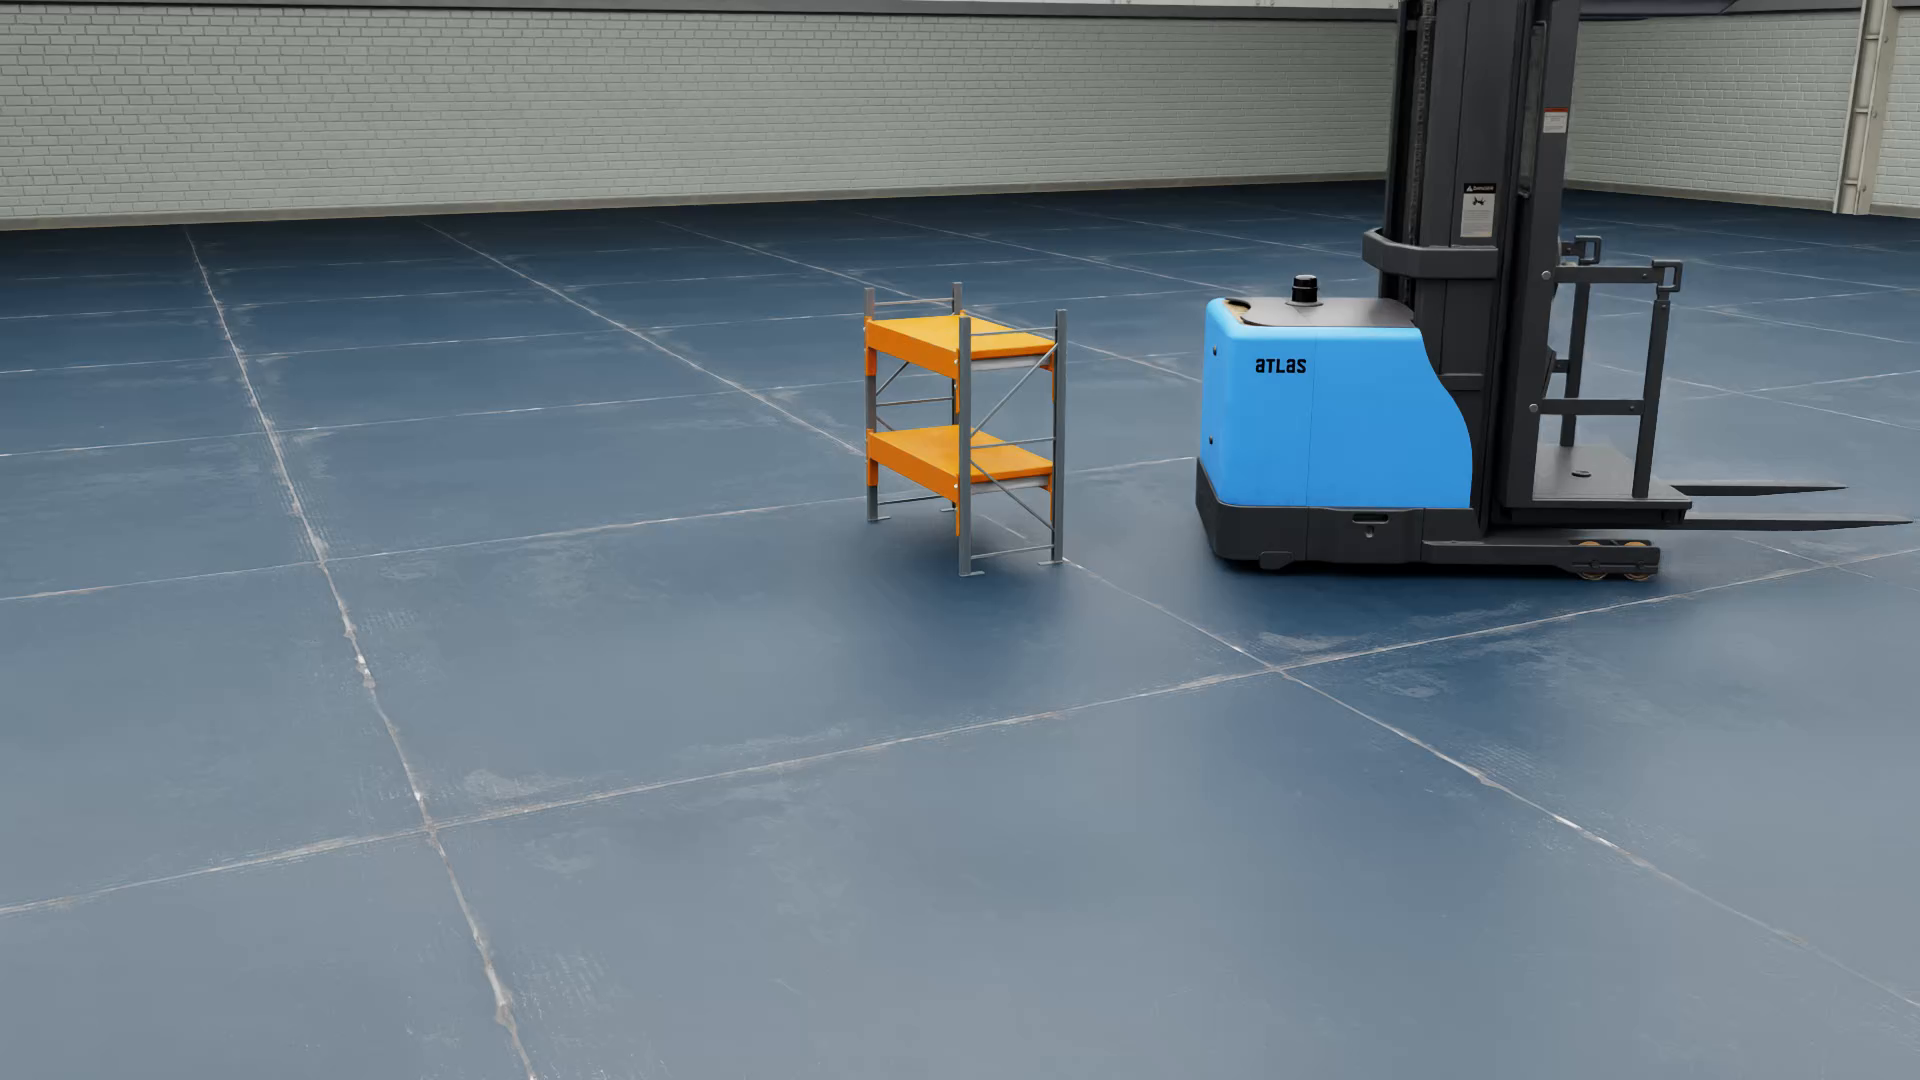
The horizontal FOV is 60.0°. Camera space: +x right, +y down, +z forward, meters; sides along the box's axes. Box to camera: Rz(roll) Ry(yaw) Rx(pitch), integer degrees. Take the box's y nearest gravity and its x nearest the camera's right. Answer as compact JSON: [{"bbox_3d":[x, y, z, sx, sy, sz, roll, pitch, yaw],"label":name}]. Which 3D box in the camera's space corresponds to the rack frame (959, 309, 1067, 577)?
[{"bbox_3d":[0.226,-0.413,7.150,0.500,1.125,0.032,-8,18,-25],"label":"rack frame"}]

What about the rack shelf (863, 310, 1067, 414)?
[{"bbox_3d":[0.003,-0.820,7.509,0.538,0.278,1.000,-8,18,-25],"label":"rack shelf"}]

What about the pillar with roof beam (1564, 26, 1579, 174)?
[{"bbox_3d":[6.653,-10.111,26.669,9.100,9.000,0.400,-8,18,-25],"label":"pillar with roof beam"}]

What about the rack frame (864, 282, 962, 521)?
[{"bbox_3d":[-0.220,-0.665,8.029,0.500,1.125,0.032,-8,18,-25],"label":"rack frame"}]

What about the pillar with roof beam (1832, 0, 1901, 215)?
[{"bbox_3d":[9.281,-8.623,21.484,9.100,9.000,0.400,-8,18,-25],"label":"pillar with roof beam"}]

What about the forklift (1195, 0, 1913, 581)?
[{"bbox_3d":[2.645,-1.383,7.255,3.031,2.935,1.130,1,16,2],"label":"forklift"}]

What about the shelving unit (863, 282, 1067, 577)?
[{"bbox_3d":[0.003,-0.539,7.590,0.538,1.125,1.048,-8,18,-25],"label":"shelving unit"}]

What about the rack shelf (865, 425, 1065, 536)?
[{"bbox_3d":[0.003,-0.304,7.657,0.538,0.278,1.000,-8,18,-25],"label":"rack shelf"}]
